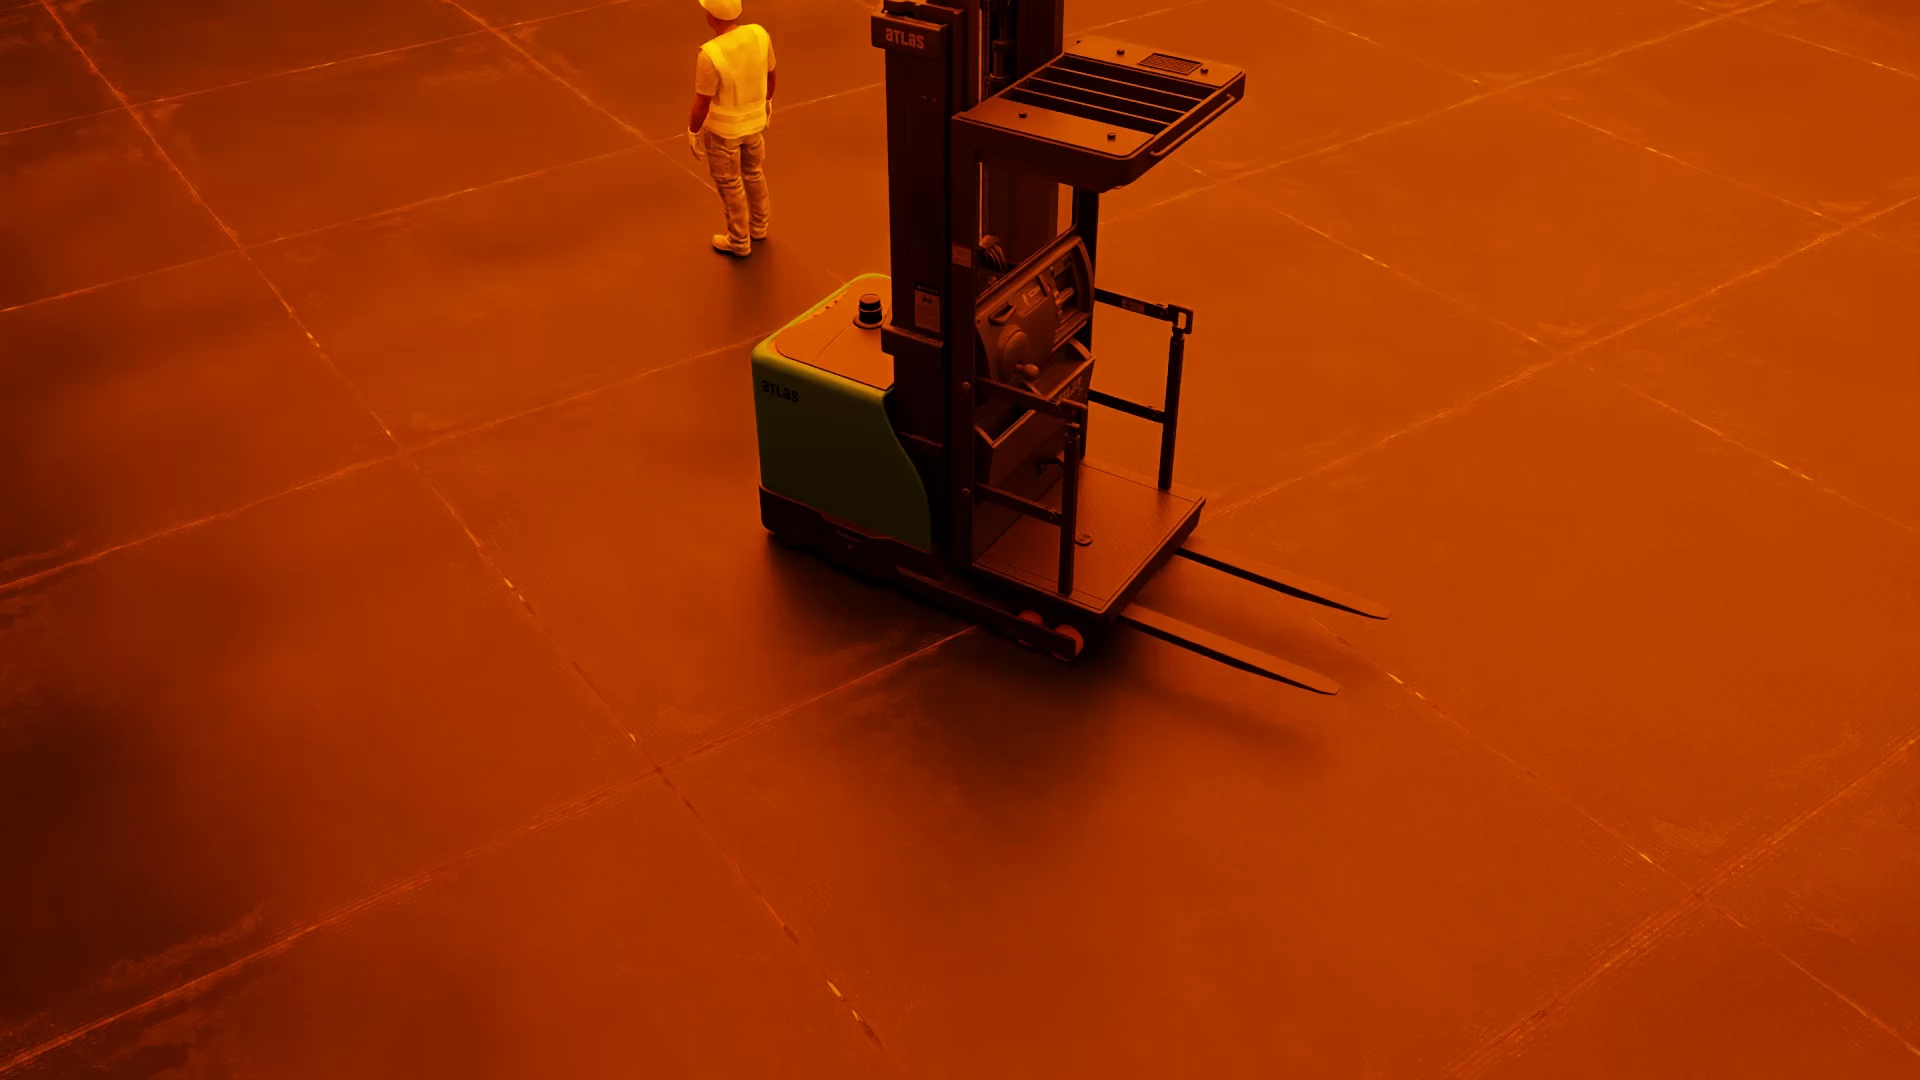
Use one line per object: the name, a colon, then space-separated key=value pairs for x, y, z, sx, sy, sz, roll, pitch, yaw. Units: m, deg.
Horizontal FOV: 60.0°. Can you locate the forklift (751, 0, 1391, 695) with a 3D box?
forklift: x=0.514 y=-0.985 z=7.276 sx=3.031 sy=2.935 sz=1.130 roll=21 pitch=41 yaw=26

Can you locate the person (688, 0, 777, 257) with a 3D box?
person: x=-1.472 y=-2.644 z=10.475 sx=0.577 sy=1.781 sz=0.656 roll=30 pitch=46 yaw=34
